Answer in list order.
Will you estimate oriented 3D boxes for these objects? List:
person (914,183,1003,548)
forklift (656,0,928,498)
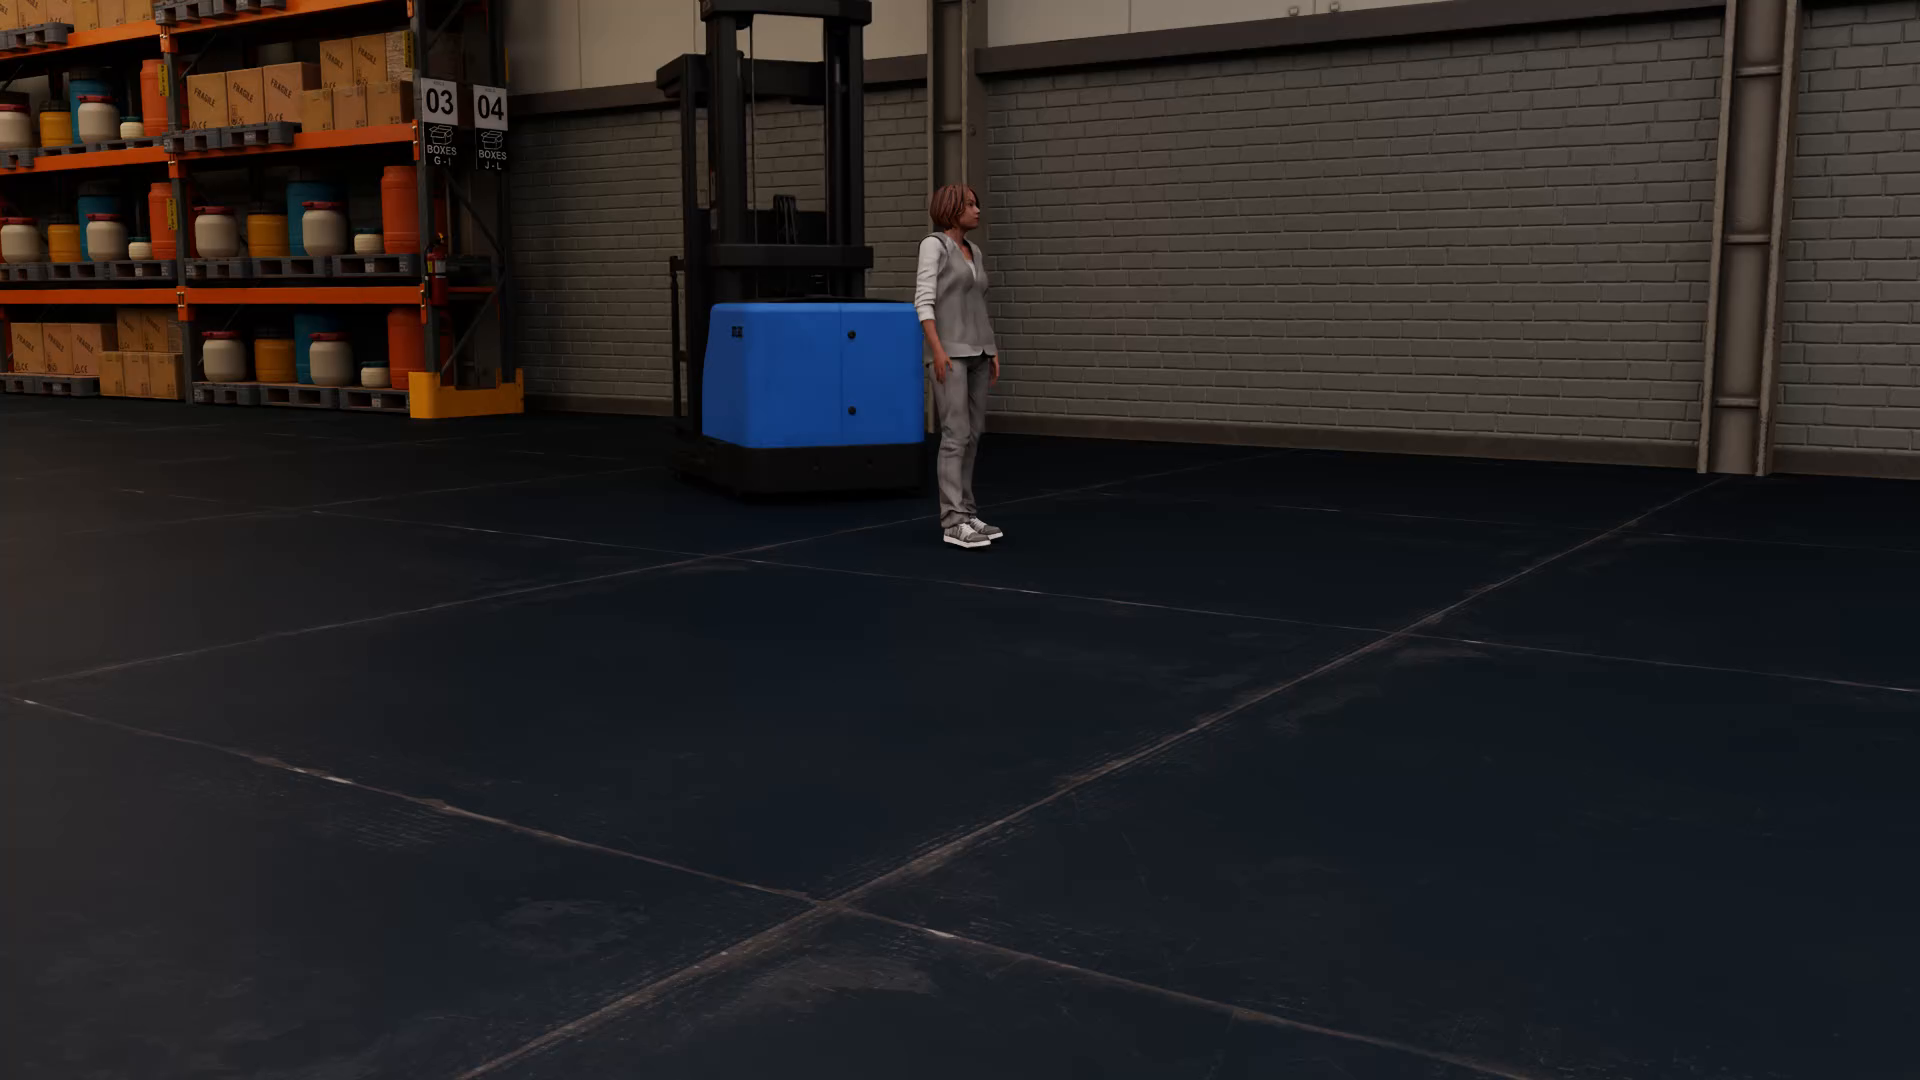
[{"bbox_3d":[0.054,-0.790,7.438,0.473,1.599,0.521,5,10,34],"label":"person"},{"bbox_3d":[-1.208,-1.848,10.190,1.130,2.935,3.031,-3,9,-22],"label":"forklift"}]
